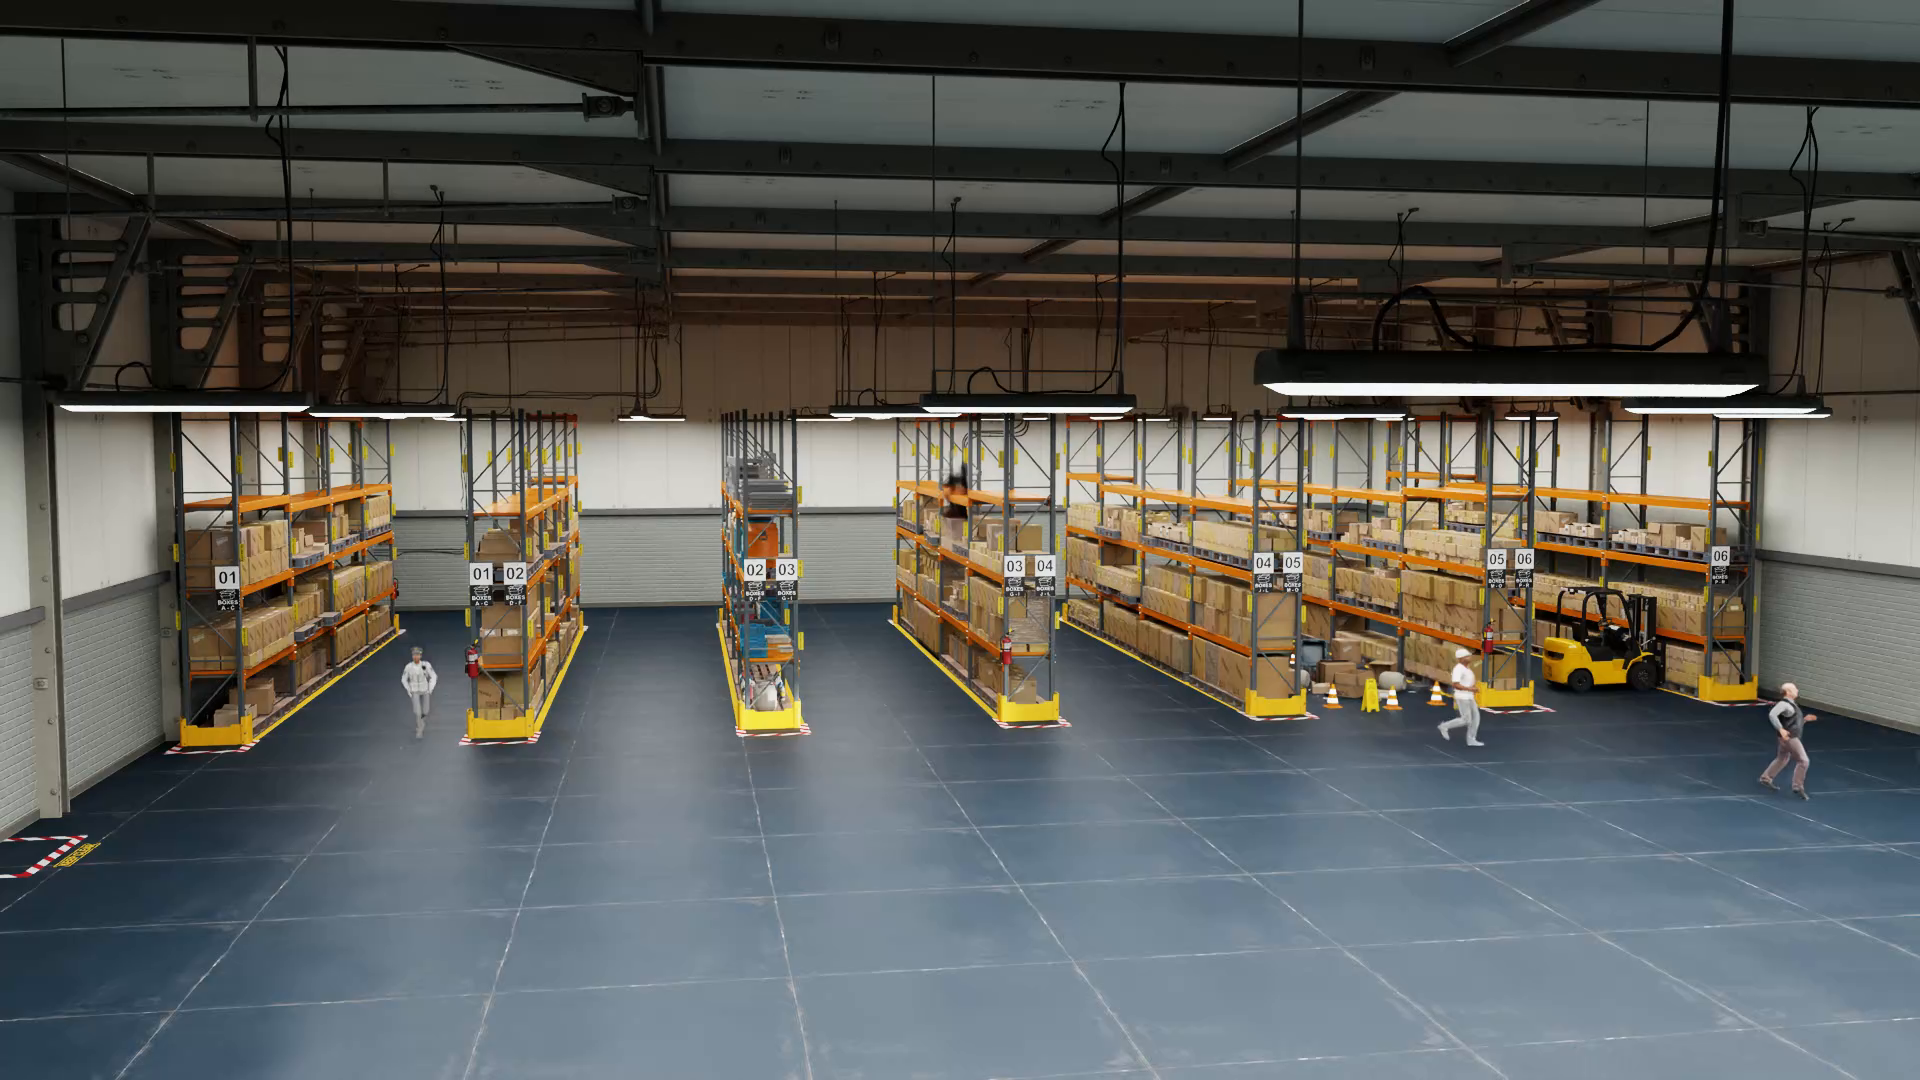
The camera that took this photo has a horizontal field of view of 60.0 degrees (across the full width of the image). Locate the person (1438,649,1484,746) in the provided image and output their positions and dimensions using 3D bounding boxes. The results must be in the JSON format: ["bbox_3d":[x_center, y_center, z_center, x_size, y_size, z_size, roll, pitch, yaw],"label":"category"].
[{"bbox_3d":[8.942,2.797,29.570,0.795,1.733,0.712,2,5,31],"label":"person"}]

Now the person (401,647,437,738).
[{"bbox_3d":[-9.909,2.778,30.463,0.619,1.667,0.508,-1,4,-18],"label":"person"}]

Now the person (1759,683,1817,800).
[{"bbox_3d":[12.715,3.084,25.531,0.774,1.787,0.630,2,4,27],"label":"person"}]

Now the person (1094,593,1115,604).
[{"bbox_3d":[4.218,1.401,49.674,0.766,1.718,0.712,3,5,35],"label":"person"}]
